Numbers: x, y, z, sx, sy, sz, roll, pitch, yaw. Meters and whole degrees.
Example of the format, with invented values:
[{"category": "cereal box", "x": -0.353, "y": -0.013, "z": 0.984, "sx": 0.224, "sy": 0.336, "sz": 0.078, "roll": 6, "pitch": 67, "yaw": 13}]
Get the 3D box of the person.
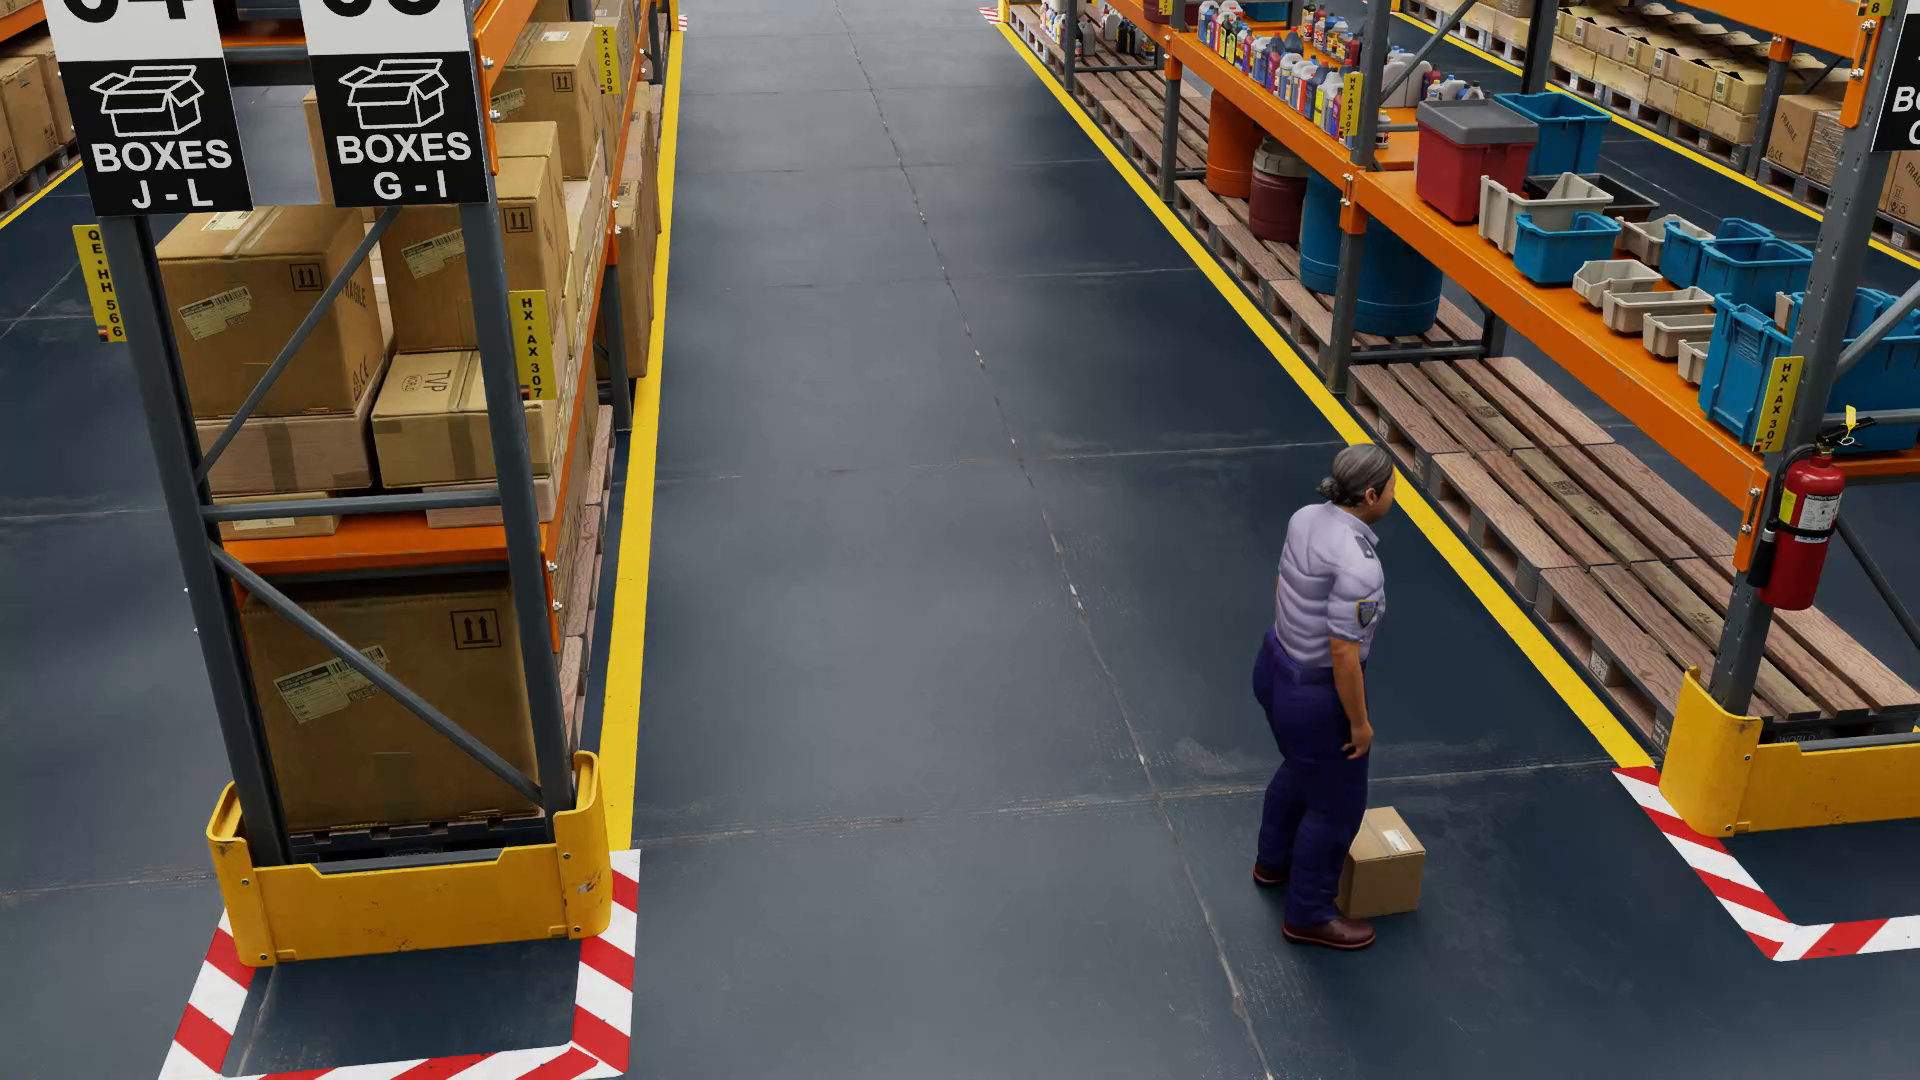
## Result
[{"category": "person", "x": 1.136, "y": 0.475, "z": 5.208, "sx": 0.375, "sy": 1.651, "sz": 0.560, "roll": -5, "pitch": 28, "yaw": -10}]
